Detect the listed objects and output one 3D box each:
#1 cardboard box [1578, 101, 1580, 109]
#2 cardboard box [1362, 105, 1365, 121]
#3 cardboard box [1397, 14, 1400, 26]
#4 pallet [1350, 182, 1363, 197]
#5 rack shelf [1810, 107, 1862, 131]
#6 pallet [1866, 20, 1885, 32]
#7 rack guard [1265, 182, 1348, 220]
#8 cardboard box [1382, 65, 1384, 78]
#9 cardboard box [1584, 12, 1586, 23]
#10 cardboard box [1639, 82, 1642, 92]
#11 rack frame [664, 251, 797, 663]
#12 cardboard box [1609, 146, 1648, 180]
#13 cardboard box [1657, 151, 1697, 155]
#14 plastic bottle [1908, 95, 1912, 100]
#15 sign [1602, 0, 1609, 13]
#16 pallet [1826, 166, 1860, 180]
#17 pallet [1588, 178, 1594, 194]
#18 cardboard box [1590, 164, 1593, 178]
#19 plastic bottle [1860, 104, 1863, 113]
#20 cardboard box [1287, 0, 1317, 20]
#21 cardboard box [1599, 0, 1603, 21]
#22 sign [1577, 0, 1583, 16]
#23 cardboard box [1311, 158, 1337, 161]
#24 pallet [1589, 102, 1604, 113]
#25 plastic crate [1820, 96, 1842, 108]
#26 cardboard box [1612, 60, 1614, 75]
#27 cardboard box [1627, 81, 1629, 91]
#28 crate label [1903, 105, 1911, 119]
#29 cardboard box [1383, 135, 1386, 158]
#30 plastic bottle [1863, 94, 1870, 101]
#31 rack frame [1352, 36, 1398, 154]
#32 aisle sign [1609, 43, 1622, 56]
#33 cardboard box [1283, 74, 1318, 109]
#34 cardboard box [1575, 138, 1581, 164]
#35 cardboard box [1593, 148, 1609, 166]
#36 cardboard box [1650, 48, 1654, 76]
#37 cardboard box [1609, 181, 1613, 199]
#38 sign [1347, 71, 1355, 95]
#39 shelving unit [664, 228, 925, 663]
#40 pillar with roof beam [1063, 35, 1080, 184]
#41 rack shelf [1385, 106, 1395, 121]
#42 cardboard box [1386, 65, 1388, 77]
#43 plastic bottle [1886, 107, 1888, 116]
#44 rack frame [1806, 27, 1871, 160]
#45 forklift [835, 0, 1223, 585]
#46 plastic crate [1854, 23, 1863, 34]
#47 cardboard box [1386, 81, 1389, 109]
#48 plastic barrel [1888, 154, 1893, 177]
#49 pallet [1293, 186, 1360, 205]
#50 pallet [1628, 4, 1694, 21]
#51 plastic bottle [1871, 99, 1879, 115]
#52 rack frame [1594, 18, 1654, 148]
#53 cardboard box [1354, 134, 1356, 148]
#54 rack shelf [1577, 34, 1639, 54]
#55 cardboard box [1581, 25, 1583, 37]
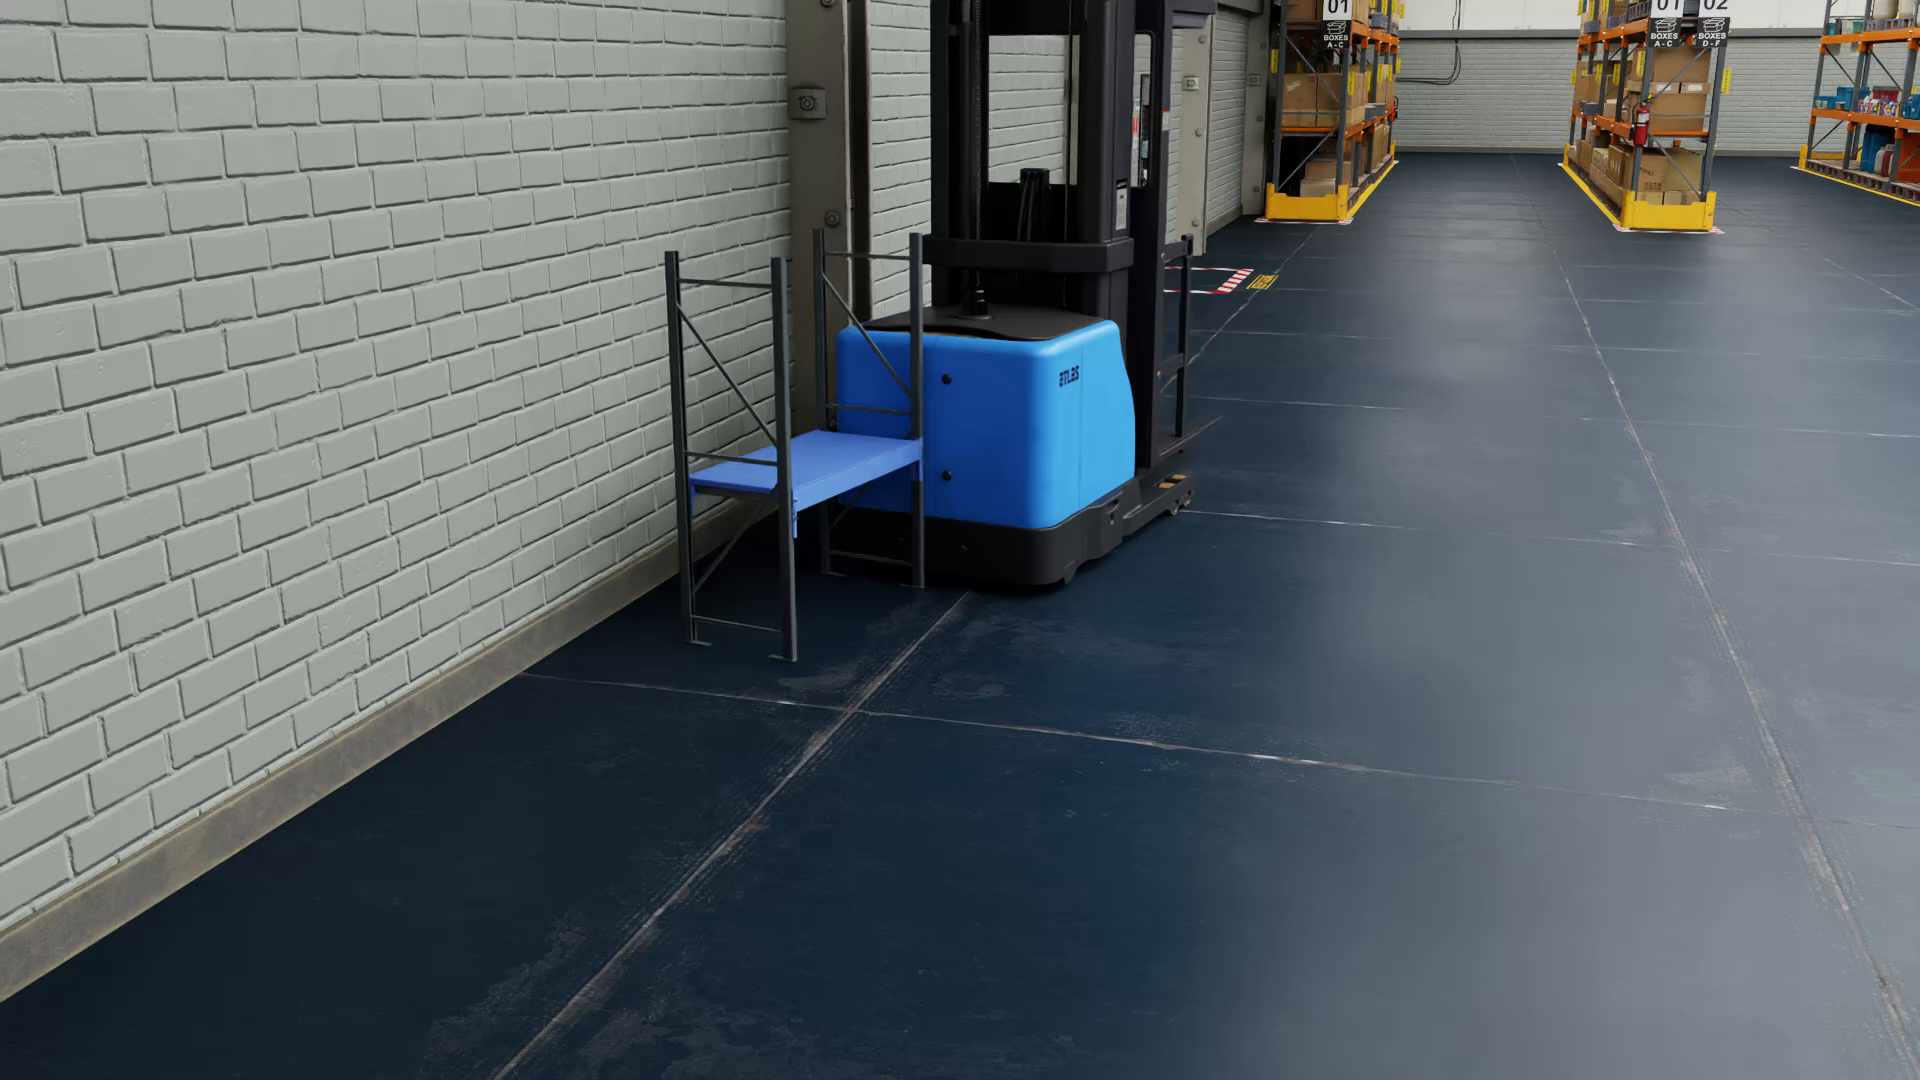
[{"bbox_3d":[13.441,-9.414,35.340,0.500,0.500,0.500,5,17,17],"label":"cardboard box"},{"bbox_3d":[6.388,-7.026,27.342,0.500,0.250,0.500,5,16,16],"label":"cardboard box"},{"bbox_3d":[9.688,-11.784,37.705,0.500,0.250,0.500,5,17,18],"label":"cardboard box"},{"bbox_3d":[6.452,-6.098,28.943,1.003,0.211,1.213,5,16,16],"label":"pallet"},{"bbox_3d":[18.572,-8.738,34.457,1.077,0.370,4.000,5,16,16],"label":"rack shelf"},{"bbox_3d":[17.875,-9.700,31.381,1.213,0.211,1.003,5,16,16],"label":"pallet"},{"bbox_3d":[5.117,-5.007,24.565,1.175,0.500,0.348,5,16,16],"label":"rack guard"},{"bbox_3d":[8.174,-9.349,33.153,0.500,0.250,0.500,4,16,15],"label":"cardboard box"},{"bbox_3d":[13.712,-11.228,35.780,0.500,0.250,0.500,5,16,16],"label":"cardboard box"},{"bbox_3d":[10.138,-6.620,24.300,0.380,0.149,0.250,5,17,17],"label":"cardboard box"},{"bbox_3d":[-0.840,-0.296,6.123,0.500,1.500,0.032,8,18,26],"label":"rack frame"},{"bbox_3d":[10.416,-5.864,25.903,0.500,0.500,0.500,5,16,16],"label":"cardboard box"},{"bbox_3d":[10.481,-5.432,24.379,0.500,0.500,0.500,5,16,16],"label":"cardboard box"},{"bbox_3d":[18.056,-8.271,31.584,0.144,0.351,0.185,5,16,16],"label":"plastic bottle"},{"bbox_3d":[11.599,-9.634,29.853,0.100,0.325,0.005,5,16,16],"label":"sign"},{"bbox_3d":[18.176,-7.415,33.584,1.003,0.211,1.213,5,16,16],"label":"pallet"},{"bbox_3d":[11.848,-6.345,29.814,1.003,0.211,1.213,5,16,16],"label":"pallet"},{"bbox_3d":[11.689,-6.664,30.098,0.500,0.250,0.500,5,16,16],"label":"cardboard box"},{"bbox_3d":[17.437,-8.336,32.085,0.097,0.201,0.097,0,16,0],"label":"plastic bottle"},{"bbox_3d":[4.971,-7.819,24.183,0.500,0.500,0.500,6,17,20],"label":"cardboard box"},{"bbox_3d":[13.042,-10.561,32.934,0.600,0.600,0.600,3,16,11],"label":"cardboard box"},{"bbox_3d":[13.872,-11.898,37.181,0.100,0.325,0.005,5,16,16],"label":"sign"},{"bbox_3d":[5.975,-5.970,27.157,0.500,0.500,0.500,3,16,12],"label":"cardboard box"},{"bbox_3d":[12.667,-8.316,32.004,1.003,0.211,1.213,5,16,16],"label":"pallet"},{"bbox_3d":[18.568,-9.344,35.474,0.416,0.233,0.300,5,16,16],"label":"plastic crate"},{"bbox_3d":[13.806,-9.711,34.556,0.500,0.500,0.500,4,16,14],"label":"cardboard box"},{"bbox_3d":[10.720,-7.158,26.196,0.380,0.149,0.250,5,16,16],"label":"cardboard box"},{"bbox_3d":[16.388,-7.353,28.561,0.303,0.233,0.416,5,16,16],"label":"crate label"},{"bbox_3d":[9.110,-8.781,37.104,0.700,0.500,0.500,5,17,17],"label":"cardboard box"},{"bbox_3d":[17.582,-8.460,32.248,0.144,0.351,0.185,5,16,16],"label":"plastic bottle"},{"bbox_3d":[9.642,-10.376,38.912,1.000,3.000,0.127,5,16,16],"label":"rack frame"},{"bbox_3d":[14.706,-11.237,37.186,0.394,0.787,0.004,5,16,16],"label":"aisle sign"},{"bbox_3d":[5.025,-6.628,24.563,0.500,0.500,0.500,4,16,15],"label":"cardboard box"},{"bbox_3d":[13.146,-8.126,34.756,0.500,0.500,0.500,5,16,16],"label":"cardboard box"},{"bbox_3d":[11.547,-6.796,29.534,0.500,0.311,0.500,4,16,14],"label":"cardboard box"},{"bbox_3d":[10.150,-6.752,23.575,0.700,0.500,0.500,4,16,14],"label":"cardboard box"},{"bbox_3d":[10.266,-5.373,25.546,0.500,0.250,0.500,5,16,16],"label":"cardboard box"},{"bbox_3d":[5.615,-6.564,23.888,0.100,0.325,0.005,5,16,16],"label":"sign"},{"bbox_3d":[-0.611,-0.419,6.560,0.538,1.500,1.048,8,18,26],"label":"shelving unit"},{"bbox_3d":[5.182,-5.853,11.972,9.100,9.000,0.400,5,16,16],"label":"pillar with roof beam"},{"bbox_3d":[9.074,-9.506,37.166,1.077,0.370,4.000,5,16,16],"label":"rack shelf"},{"bbox_3d":[8.618,-9.749,34.563,0.500,0.250,0.500,5,17,17],"label":"cardboard box"},{"bbox_3d":[16.827,-7.774,30.105,0.097,0.201,0.097,0,16,0],"label":"plastic bottle"},{"bbox_3d":[19.141,-9.607,36.204,1.000,3.000,0.127,5,16,16],"label":"rack frame"},{"bbox_3d":[0.546,-1.577,8.017,1.130,2.935,3.031,7,17,25],"label":"forklift"},{"bbox_3d":[17.834,-10.036,32.607,0.450,0.188,0.662,5,16,16],"label":"plastic crate"},{"bbox_3d":[8.675,-9.614,35.678,0.980,0.700,0.700,5,17,17],"label":"cardboard box"},{"bbox_3d":[17.065,-6.803,30.108,0.421,0.512,0.421,0,16,0],"label":"plastic barrel"},{"bbox_3d":[6.075,-5.716,27.595,1.003,0.211,1.213,5,16,16],"label":"pallet"},{"bbox_3d":[10.765,-8.028,25.302,1.003,0.211,1.213,5,16,16],"label":"pallet"},{"bbox_3d":[17.178,-8.107,31.140,0.152,0.276,0.135,5,16,16],"label":"plastic bottle"},{"bbox_3d":[12.119,-7.899,30.182,1.000,3.000,0.127,5,16,16],"label":"rack frame"},{"bbox_3d":[6.992,-7.316,30.525,0.500,0.250,0.500,5,17,17],"label":"cardboard box"},{"bbox_3d":[13.824,-10.566,35.406,1.077,0.370,4.000,5,16,16],"label":"rack shelf"},{"bbox_3d":[13.848,-11.119,36.311,0.500,0.250,0.500,5,16,16],"label":"cardboard box"}]
